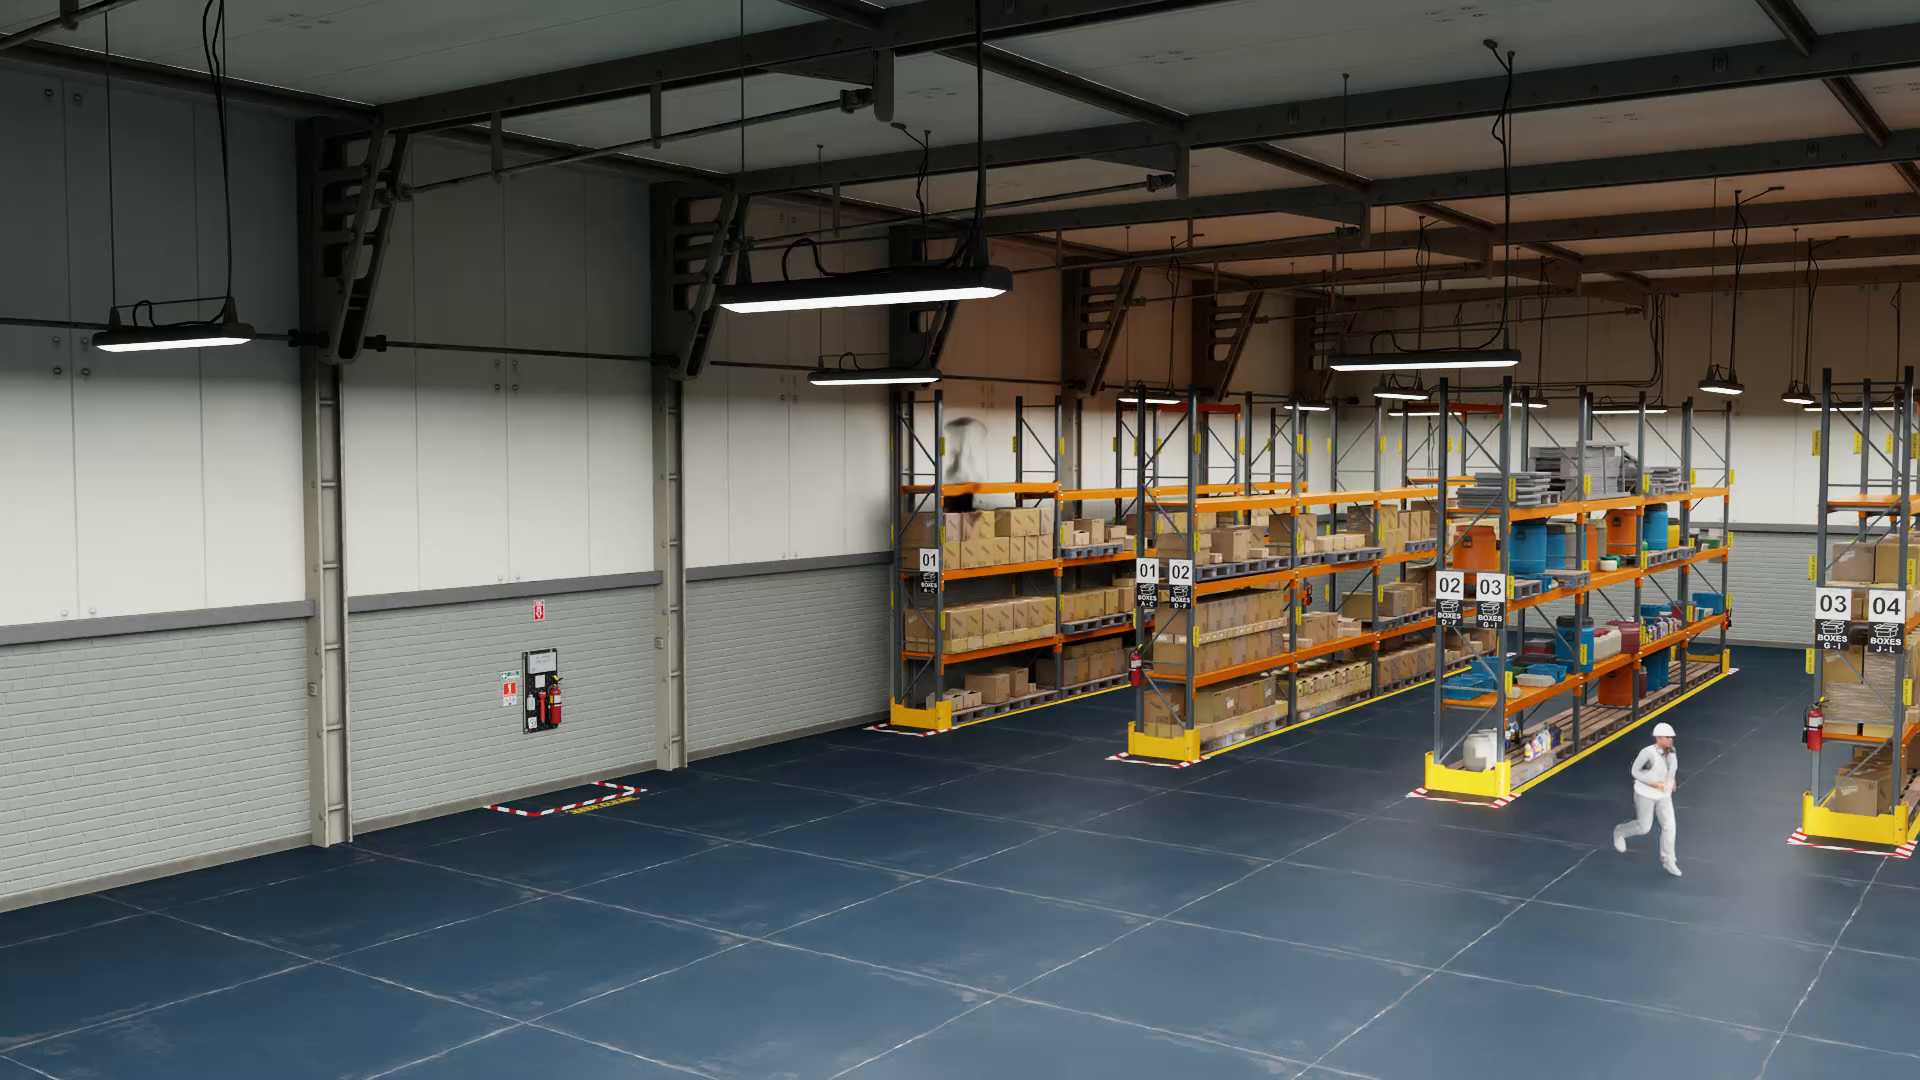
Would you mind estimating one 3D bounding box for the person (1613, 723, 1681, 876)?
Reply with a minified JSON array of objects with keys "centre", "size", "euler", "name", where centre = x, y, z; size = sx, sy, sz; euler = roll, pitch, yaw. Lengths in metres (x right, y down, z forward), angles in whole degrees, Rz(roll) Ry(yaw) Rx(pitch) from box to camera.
[{"centre":[8.224,3.018,19.778],"size":[0.695,1.740,1.054],"euler":[-1,3,-22],"name":"person"}]
